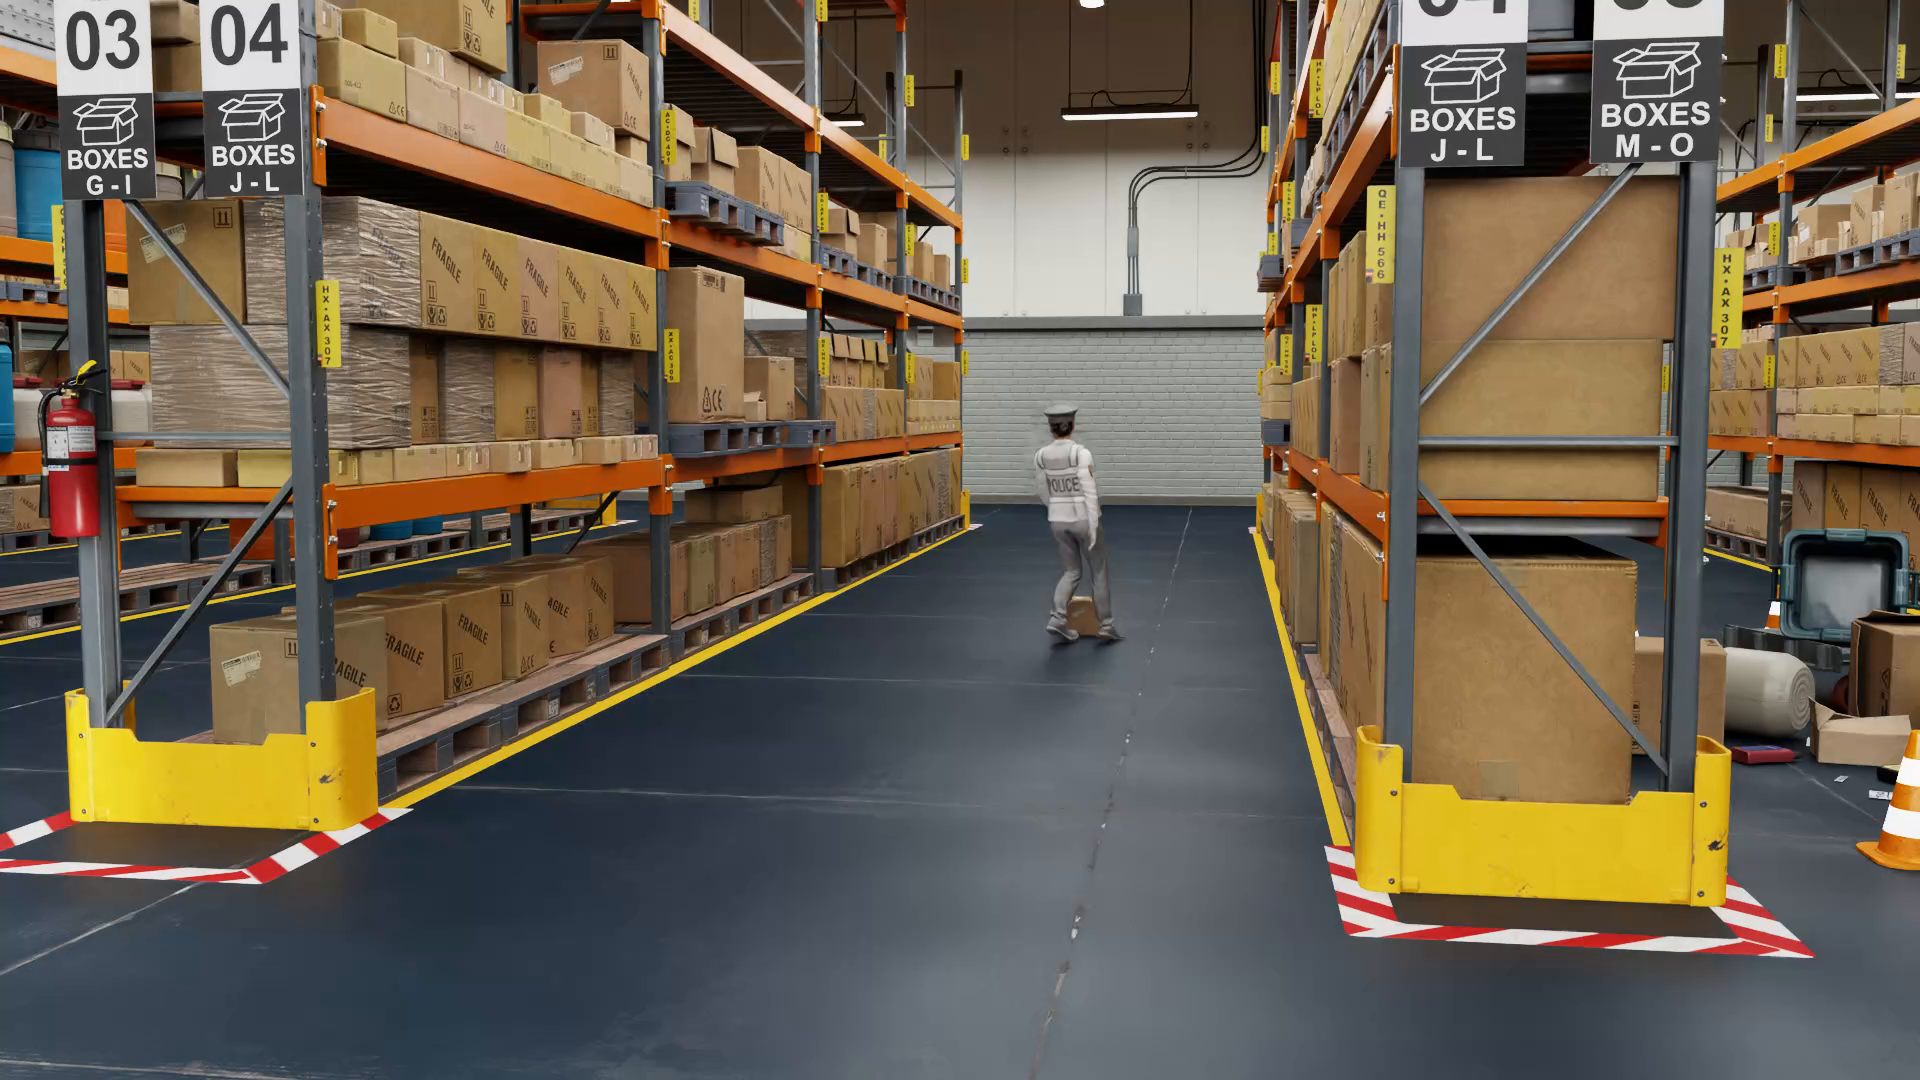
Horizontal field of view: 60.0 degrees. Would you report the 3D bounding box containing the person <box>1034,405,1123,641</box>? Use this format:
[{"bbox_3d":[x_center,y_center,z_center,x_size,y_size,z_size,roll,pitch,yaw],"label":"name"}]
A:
[{"bbox_3d":[0.820,-0.095,11.456,0.510,1.662,0.720,3,5,33],"label":"person"}]
